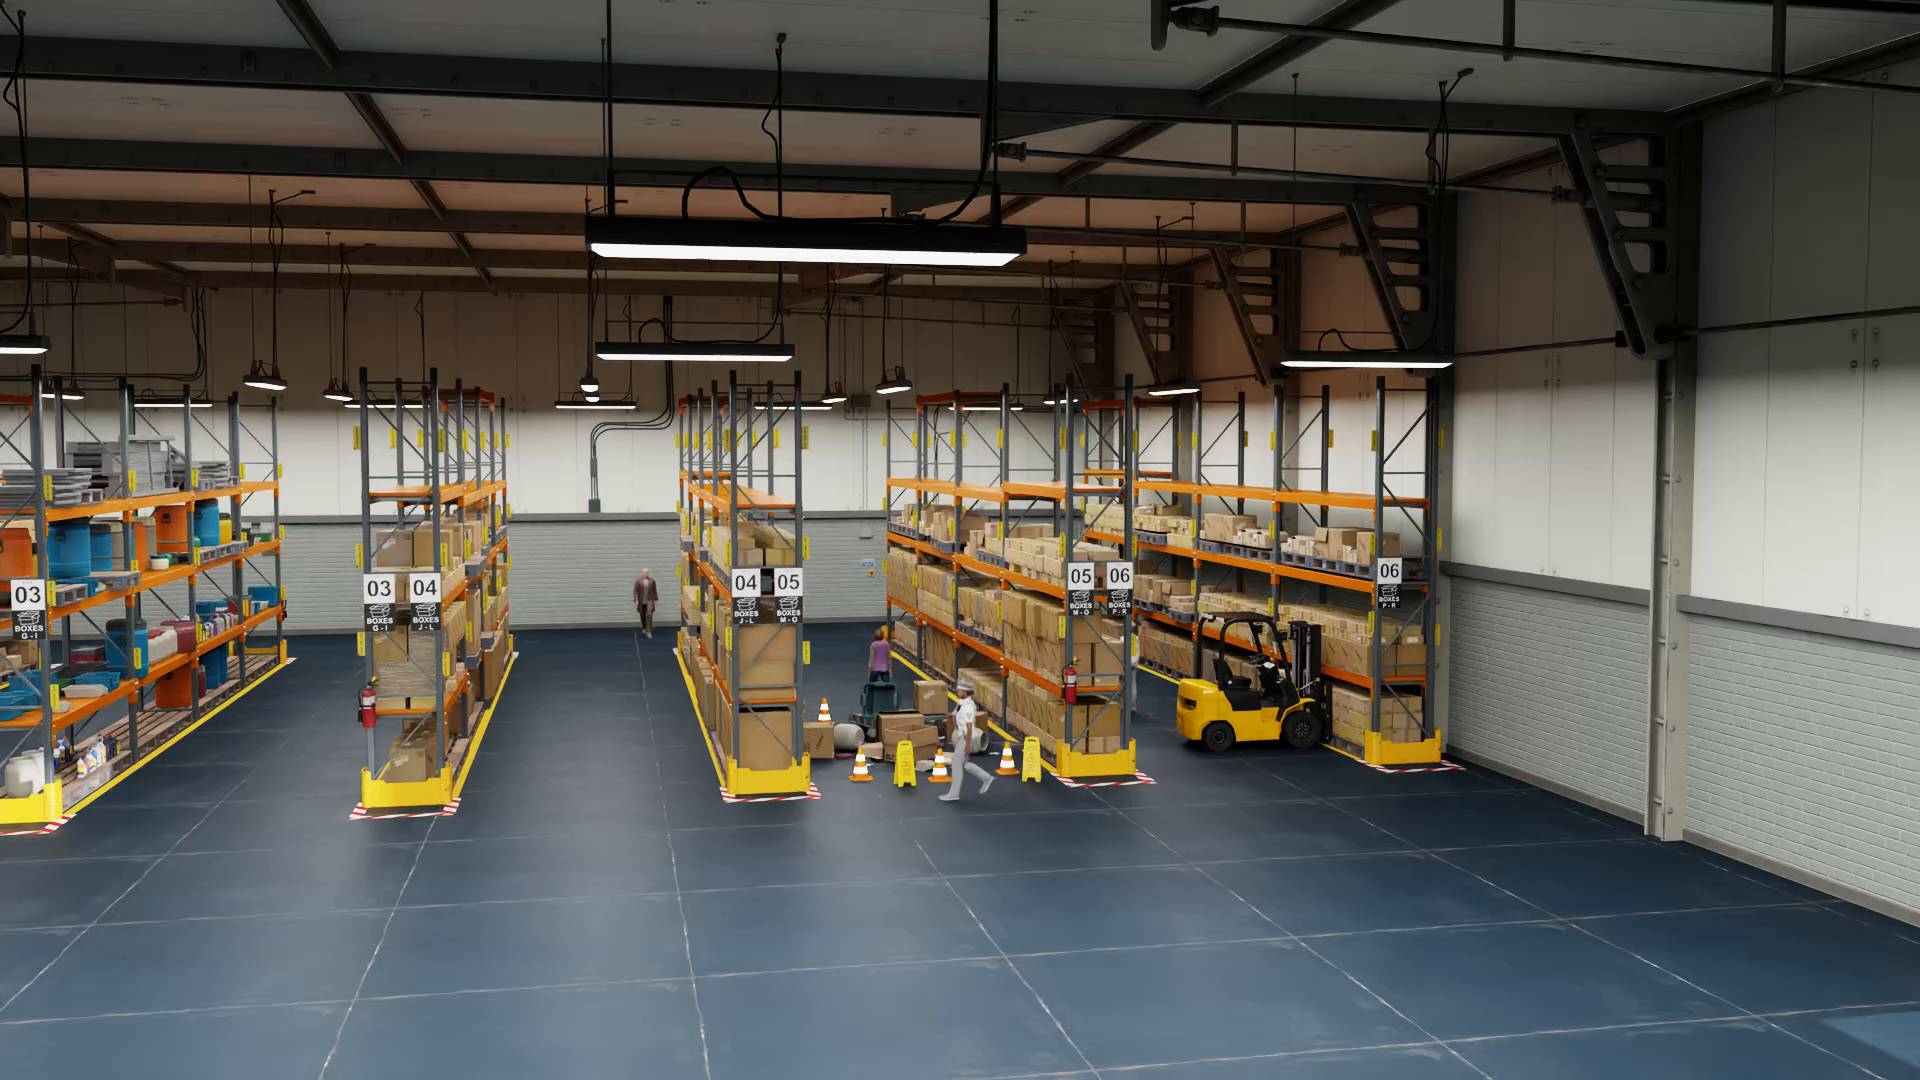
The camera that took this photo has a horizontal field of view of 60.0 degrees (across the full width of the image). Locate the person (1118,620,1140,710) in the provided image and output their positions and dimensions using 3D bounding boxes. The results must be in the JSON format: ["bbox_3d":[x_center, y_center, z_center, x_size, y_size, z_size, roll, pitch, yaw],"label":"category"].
[{"bbox_3d":[3.137,2.353,30.849,0.493,1.740,0.580,-1,4,-18],"label":"person"}]

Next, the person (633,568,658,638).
[{"bbox_3d":[-8.043,1.687,42.474,0.591,1.527,1.100,0,3,-3],"label":"person"}]

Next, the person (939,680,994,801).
[{"bbox_3d":[0.090,2.781,23.221,0.803,1.651,0.472,0,3,-7],"label":"person"}]

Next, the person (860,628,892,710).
[{"bbox_3d":[-1.489,2.391,30.499,0.507,1.554,0.817,-1,4,-18],"label":"person"}]
